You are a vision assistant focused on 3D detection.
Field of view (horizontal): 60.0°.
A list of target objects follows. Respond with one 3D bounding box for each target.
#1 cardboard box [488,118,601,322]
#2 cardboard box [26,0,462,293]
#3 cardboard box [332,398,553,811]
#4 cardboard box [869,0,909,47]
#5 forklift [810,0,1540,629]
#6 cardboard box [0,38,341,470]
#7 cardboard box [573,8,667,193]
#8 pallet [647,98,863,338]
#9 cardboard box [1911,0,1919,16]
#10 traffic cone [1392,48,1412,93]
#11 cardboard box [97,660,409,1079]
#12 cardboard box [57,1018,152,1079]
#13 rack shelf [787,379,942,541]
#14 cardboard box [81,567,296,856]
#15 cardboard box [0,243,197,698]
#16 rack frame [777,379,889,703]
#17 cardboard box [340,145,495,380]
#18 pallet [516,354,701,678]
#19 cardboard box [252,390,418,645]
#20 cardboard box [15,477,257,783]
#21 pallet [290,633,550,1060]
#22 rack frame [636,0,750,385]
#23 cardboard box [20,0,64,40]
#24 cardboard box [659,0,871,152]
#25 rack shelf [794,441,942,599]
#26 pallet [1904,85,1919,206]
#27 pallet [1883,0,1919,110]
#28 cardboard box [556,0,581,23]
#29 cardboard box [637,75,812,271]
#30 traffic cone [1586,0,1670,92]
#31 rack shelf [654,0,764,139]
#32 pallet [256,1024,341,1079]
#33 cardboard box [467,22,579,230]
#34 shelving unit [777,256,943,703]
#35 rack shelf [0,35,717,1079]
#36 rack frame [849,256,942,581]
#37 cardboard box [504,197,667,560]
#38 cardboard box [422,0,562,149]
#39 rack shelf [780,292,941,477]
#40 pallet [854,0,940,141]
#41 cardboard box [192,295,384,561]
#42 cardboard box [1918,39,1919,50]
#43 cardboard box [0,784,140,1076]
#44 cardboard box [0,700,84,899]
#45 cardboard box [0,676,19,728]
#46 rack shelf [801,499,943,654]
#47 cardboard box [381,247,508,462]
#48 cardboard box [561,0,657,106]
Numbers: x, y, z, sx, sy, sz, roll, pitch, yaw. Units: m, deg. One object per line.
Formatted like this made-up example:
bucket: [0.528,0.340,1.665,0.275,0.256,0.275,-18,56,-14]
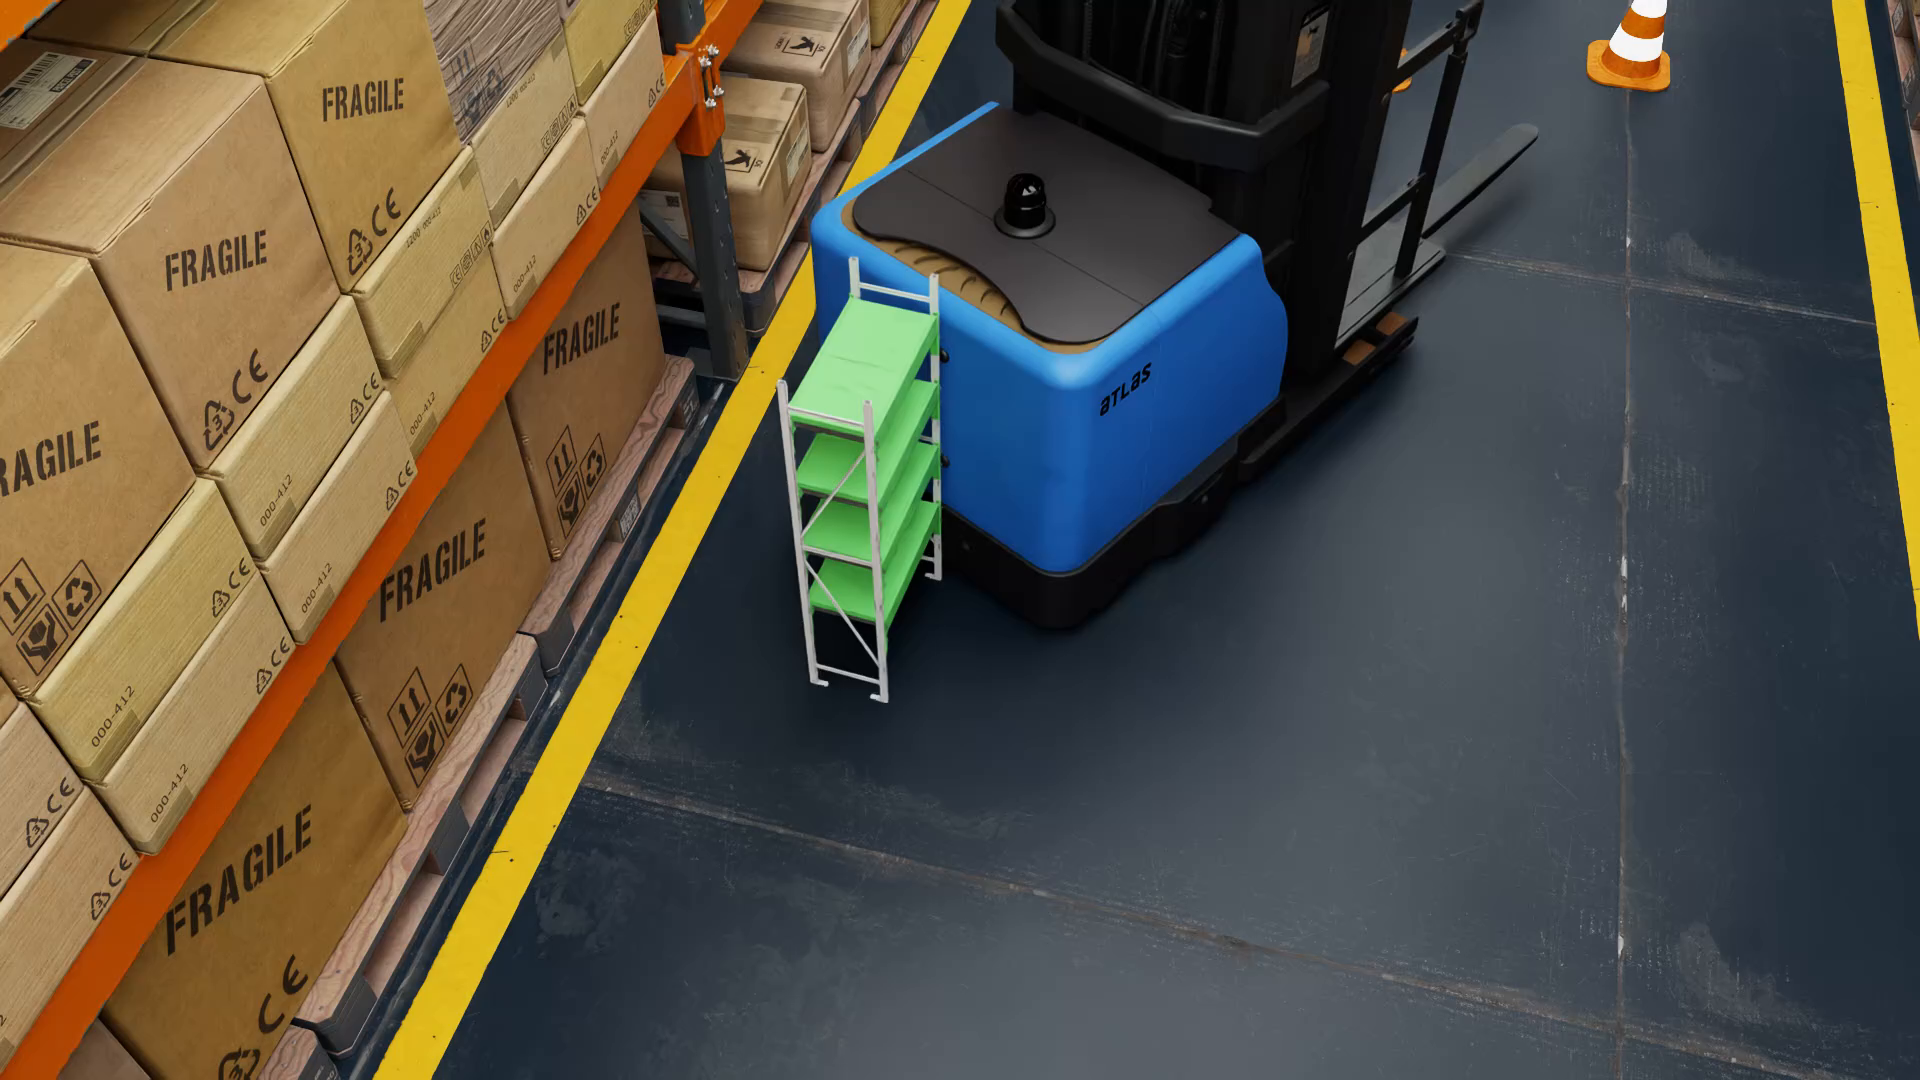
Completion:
cardboard box: [-1.232,-0.830,4.082,0.500,0.250,0.500,12,50,11]
cardboard box: [-1.378,-0.877,3.290,0.500,0.500,0.500,12,50,10]
cardboard box: [-1.731,0.022,4.367,0.875,0.875,0.875,12,50,10]
cardboard box: [-0.680,-2.428,6.865,0.950,0.372,0.625,13,50,11]
forklift: [0.935,-1.726,4.818,1.130,2.935,3.031,35,57,27]
cardboard box: [-1.518,-0.512,2.968,0.500,0.500,0.500,11,49,9]
cardboard box: [-1.113,-1.203,4.411,0.500,0.250,0.500,10,49,9]
pallet: [-1.023,-1.312,6.267,1.003,0.211,1.213,12,50,10]
cardboard box: [4.548,-2.587,6.753,1.050,0.750,0.750,11,50,10]
traffic cone: [1.735,-2.143,6.833,0.336,0.463,0.334,12,50,10]
cardboard box: [-1.967,0.669,3.796,0.875,0.875,0.875,13,50,11]
cardboard box: [-2.197,1.324,3.218,0.875,0.875,0.875,13,50,11]
rack shelf: [-0.247,-0.246,4.432,0.258,0.148,0.480,14,50,12]
cardboard box: [-1.627,0.265,3.115,0.500,0.250,0.500,11,50,10]
cardboard box: [-1.648,-0.137,2.637,0.500,0.500,0.500,10,49,9]
rack frame: [-0.323,0.044,4.410,0.240,1.200,0.015,14,50,12]
cardboard box: [-1.359,-0.639,3.580,0.500,0.250,0.500,10,49,9]
pallet: [-1.510,-0.191,5.278,1.003,0.211,1.213,12,50,10]
cardboard box: [-1.487,-0.095,3.433,0.500,0.250,0.500,11,49,9]
cardboard box: [-1.626,0.103,2.925,0.500,0.250,0.500,12,50,11]
pallet: [-1.833,0.688,4.502,1.003,0.211,1.213,12,50,10]
rack frame: [-1.230,-1.669,4.723,1.000,3.000,0.127,12,50,10]
cardboard box: [-1.868,-0.993,3.392,0.500,0.500,0.500,13,50,11]
cardboard box: [-0.885,-1.881,6.382,0.950,0.372,0.625,11,49,9]
rack shelf: [-0.247,-0.087,4.612,0.258,0.148,0.480,14,50,12]
pallet: [4.175,-1.278,6.237,1.003,0.211,1.213,12,50,10]
pallet: [4.494,-2.163,7.018,1.003,0.211,1.213,12,50,10]
cardboard box: [-1.114,-1.608,3.935,0.500,0.500,0.500,10,49,9]
cardboard box: [-1.072,-1.345,5.909,0.950,0.372,0.625,9,49,7]
traffic cone: [2.815,-2.147,6.837,0.336,0.463,0.334,12,50,10]
rack shelf: [-0.704,-2.878,6.269,1.077,0.370,4.000,12,50,10]
pallet: [-2.153,1.574,3.720,1.003,0.211,1.213,12,50,10]
cardboard box: [-1.244,-1.013,3.910,0.500,0.250,0.500,10,49,9]
shelving unit: [-0.247,-0.129,4.564,0.258,1.200,0.503,14,50,12]
rack shelf: [-1.757,0.015,3.716,1.077,0.370,4.000,12,50,10]
rack frame: [-0.171,-0.303,4.717,0.240,1.200,0.015,14,50,12]
cardboard box: [-1.492,-0.622,4.935,0.875,0.875,0.875,11,50,10]
cardboard box: [-1.241,-1.235,3.606,0.500,0.500,0.500,12,50,11]
rack shelf: [-0.247,-0.405,4.252,0.258,0.148,0.480,14,50,12]
pallet: [-0.700,-2.191,7.043,1.003,0.211,1.213,12,50,10]
cardboard box: [-1.495,-0.263,3.248,0.500,0.250,0.500,10,49,9]
cardboard box: [4.291,-1.890,6.138,1.050,0.750,0.750,12,50,10]
cardboard box: [-1.778,0.633,2.791,0.500,0.250,0.500,10,49,9]
cardboard box: [-1.785,0.463,2.607,0.500,0.250,0.500,12,50,11]
cardboard box: [-1.783,0.225,2.317,0.500,0.500,0.500,11,50,10]
rack shelf: [-0.247,0.072,4.792,0.258,0.148,0.480,14,50,12]
cardboard box: [-1.380,-0.469,3.763,0.500,0.250,0.500,11,50,10]
cardboard box: [-1.112,-1.385,4.238,0.500,0.250,0.500,11,50,10]
